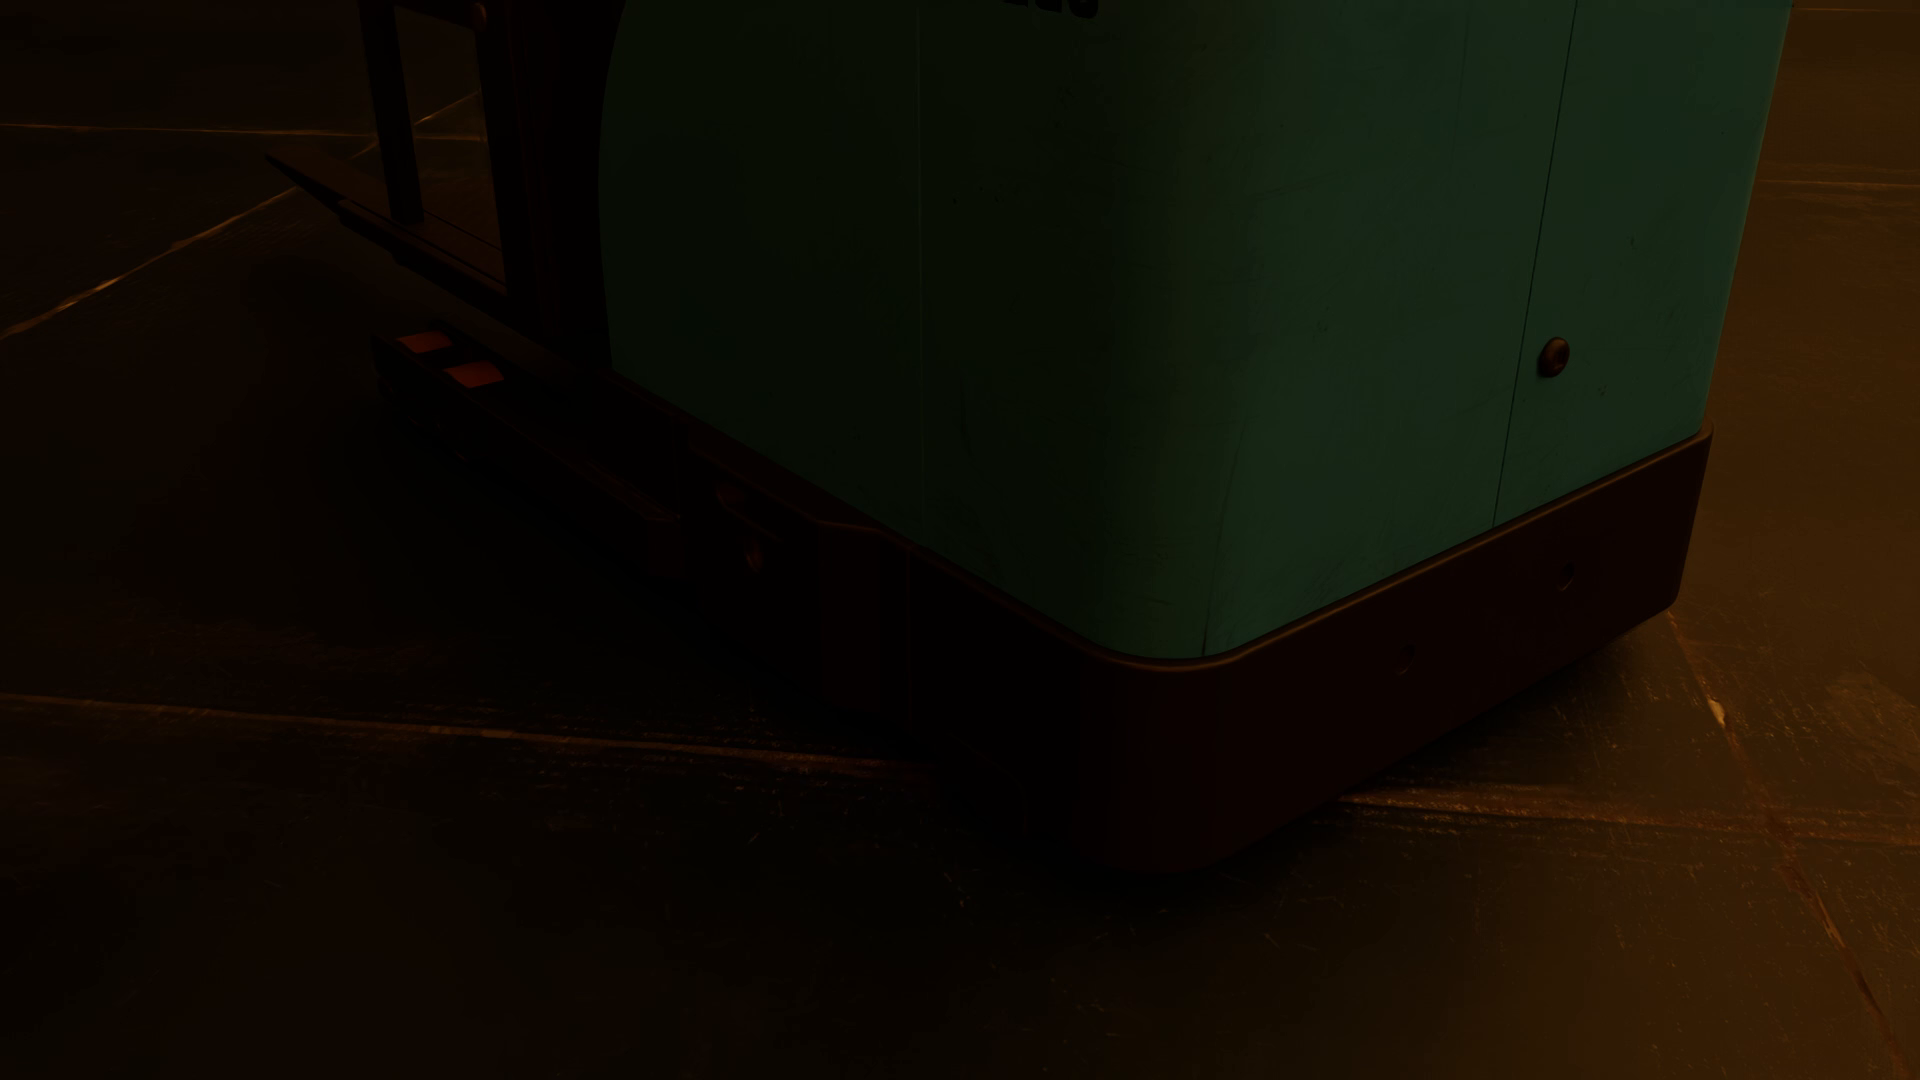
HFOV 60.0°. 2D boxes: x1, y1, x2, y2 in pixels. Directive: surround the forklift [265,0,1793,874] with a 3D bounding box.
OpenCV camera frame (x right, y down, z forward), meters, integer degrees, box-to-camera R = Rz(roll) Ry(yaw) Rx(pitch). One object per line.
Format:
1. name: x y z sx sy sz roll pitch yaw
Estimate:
1. forklift: -0.362 -1.565 2.353 1.130 2.935 3.031 -20 33 -34
